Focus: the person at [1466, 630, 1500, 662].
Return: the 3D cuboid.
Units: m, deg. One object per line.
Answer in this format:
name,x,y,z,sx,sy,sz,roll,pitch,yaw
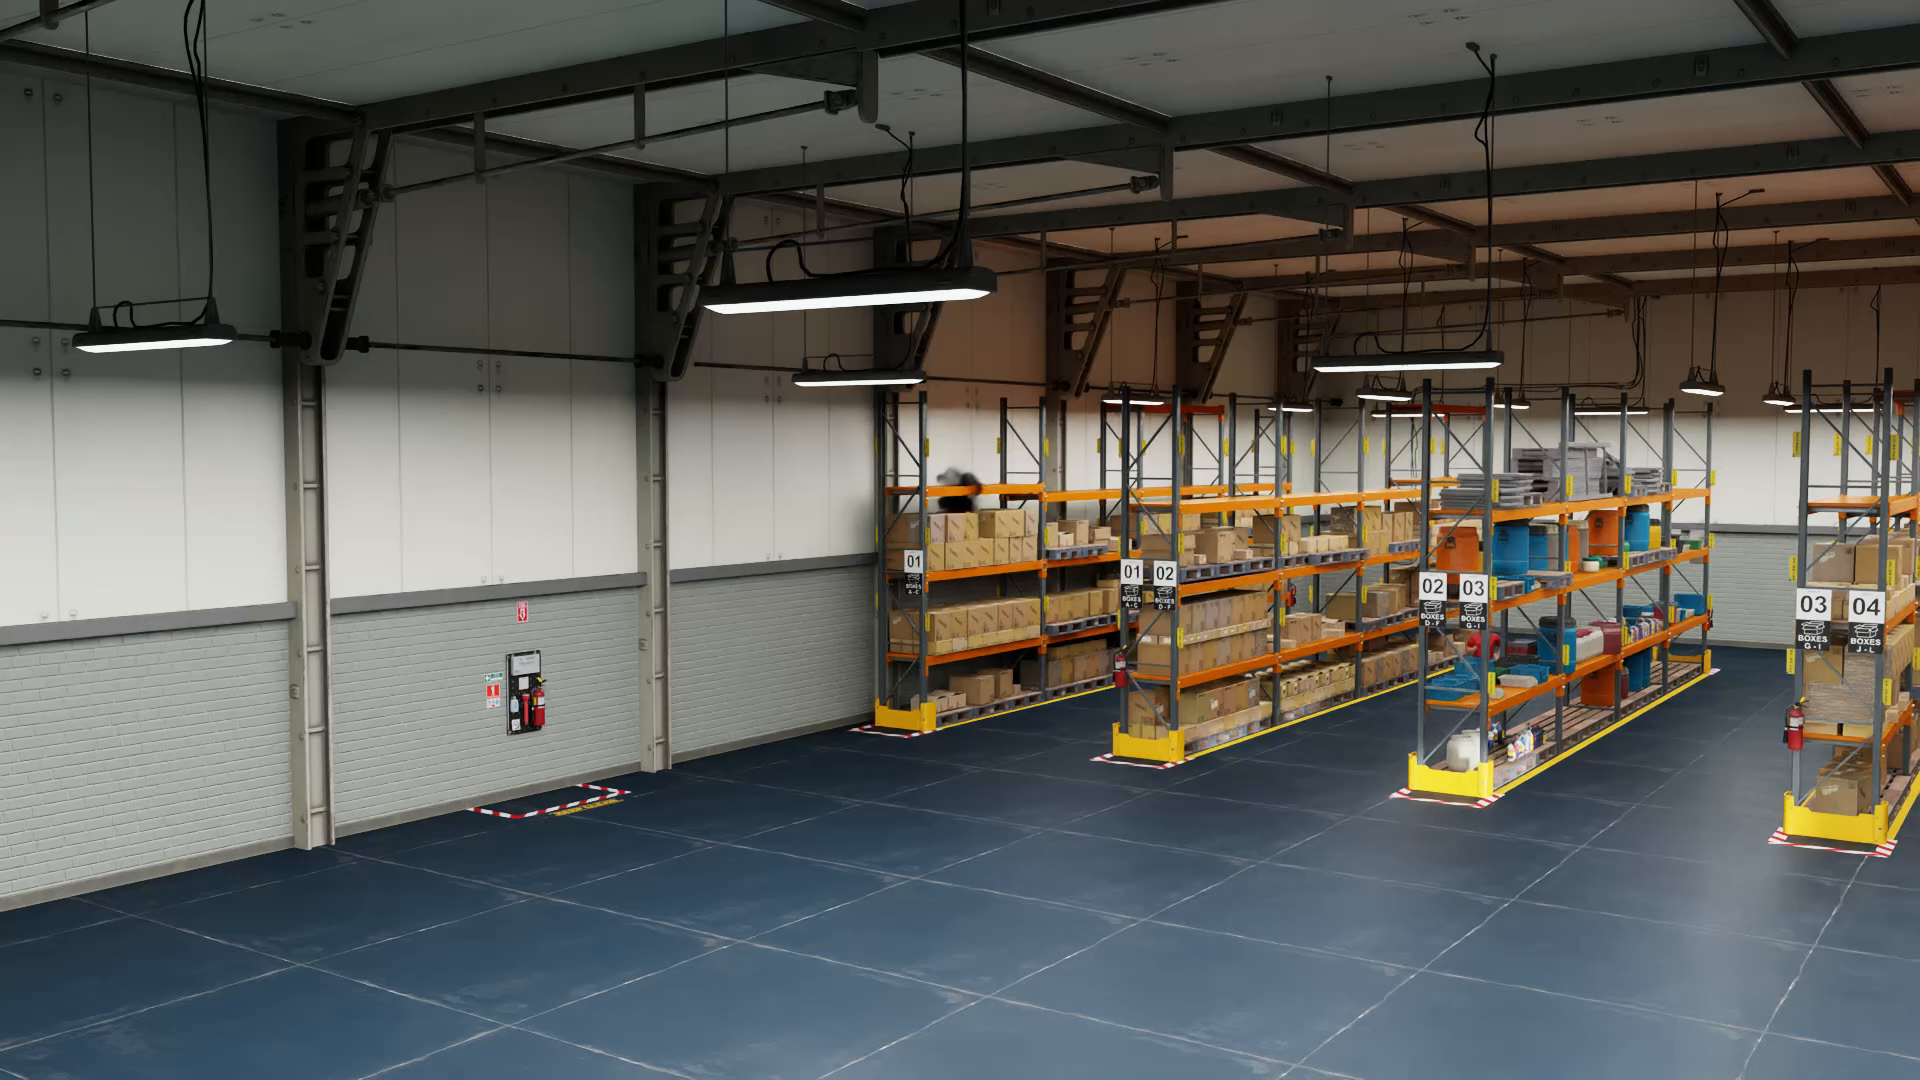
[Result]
person,9.863,2.403,31.333,0.628,1.782,0.757,2,4,29
